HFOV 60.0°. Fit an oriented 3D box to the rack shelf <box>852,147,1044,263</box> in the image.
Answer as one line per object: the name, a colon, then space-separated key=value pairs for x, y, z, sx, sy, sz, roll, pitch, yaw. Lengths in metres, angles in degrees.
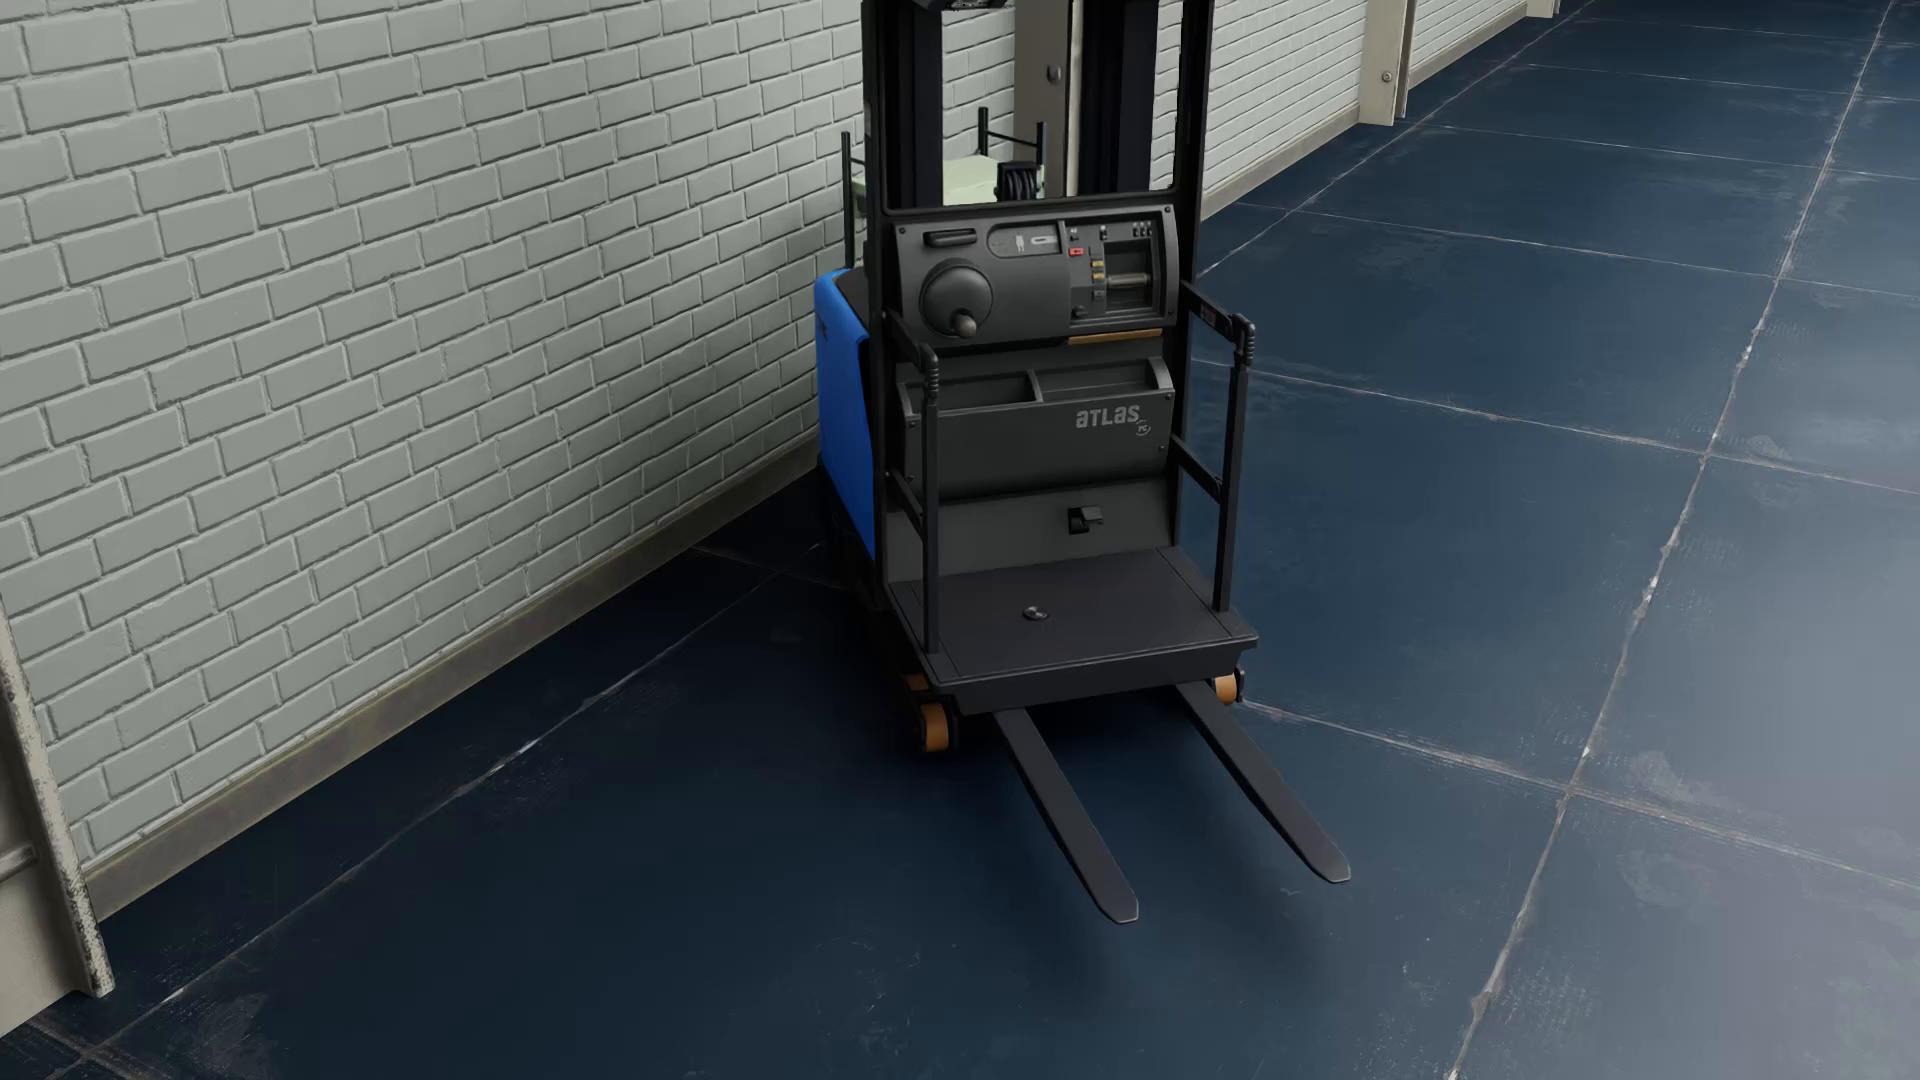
rack shelf: x=-0.061 y=-1.358 z=6.915 sx=0.720 sy=0.370 sz=0.431 roll=-21 pitch=33 yaw=-35

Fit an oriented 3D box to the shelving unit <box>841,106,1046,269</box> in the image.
shelving unit: x=-0.061 y=-1.009 z=7.090 sx=0.755 sy=1.500 sz=0.431 roll=-21 pitch=33 yaw=-35

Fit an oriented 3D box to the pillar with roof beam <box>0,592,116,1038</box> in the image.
pillar with roof beam: x=1.289 y=-1.854 z=0.400 sx=9.100 sy=9.000 sz=0.400 roll=14 pitch=30 yaw=26

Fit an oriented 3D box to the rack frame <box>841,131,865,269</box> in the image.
rack frame: x=-0.340 y=-0.903 z=6.879 sx=0.023 sy=1.500 sz=0.400 roll=-21 pitch=33 yaw=-35

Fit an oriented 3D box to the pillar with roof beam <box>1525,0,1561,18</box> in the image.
pillar with roof beam: x=10.144 y=-8.869 z=14.414 sx=9.100 sy=9.000 sz=0.400 roll=14 pitch=30 yaw=26

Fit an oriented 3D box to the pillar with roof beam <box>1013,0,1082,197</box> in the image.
pillar with roof beam: x=4.241 y=-4.192 z=5.071 sx=9.100 sy=9.000 sz=0.400 roll=14 pitch=30 yaw=26

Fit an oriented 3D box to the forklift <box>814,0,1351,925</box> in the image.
forklift: x=0.313 y=-0.817 z=5.107 sx=1.130 sy=2.935 sz=3.031 roll=-7 pitch=27 yaw=-14

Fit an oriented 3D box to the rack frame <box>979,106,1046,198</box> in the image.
rack frame: x=0.218 y=-1.115 z=7.302 sx=0.023 sy=1.500 sz=0.400 roll=-21 pitch=33 yaw=-35

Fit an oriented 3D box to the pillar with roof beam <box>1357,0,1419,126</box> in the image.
pillar with roof beam: x=7.193 y=-6.530 z=9.742 sx=9.100 sy=9.000 sz=0.400 roll=14 pitch=30 yaw=26
